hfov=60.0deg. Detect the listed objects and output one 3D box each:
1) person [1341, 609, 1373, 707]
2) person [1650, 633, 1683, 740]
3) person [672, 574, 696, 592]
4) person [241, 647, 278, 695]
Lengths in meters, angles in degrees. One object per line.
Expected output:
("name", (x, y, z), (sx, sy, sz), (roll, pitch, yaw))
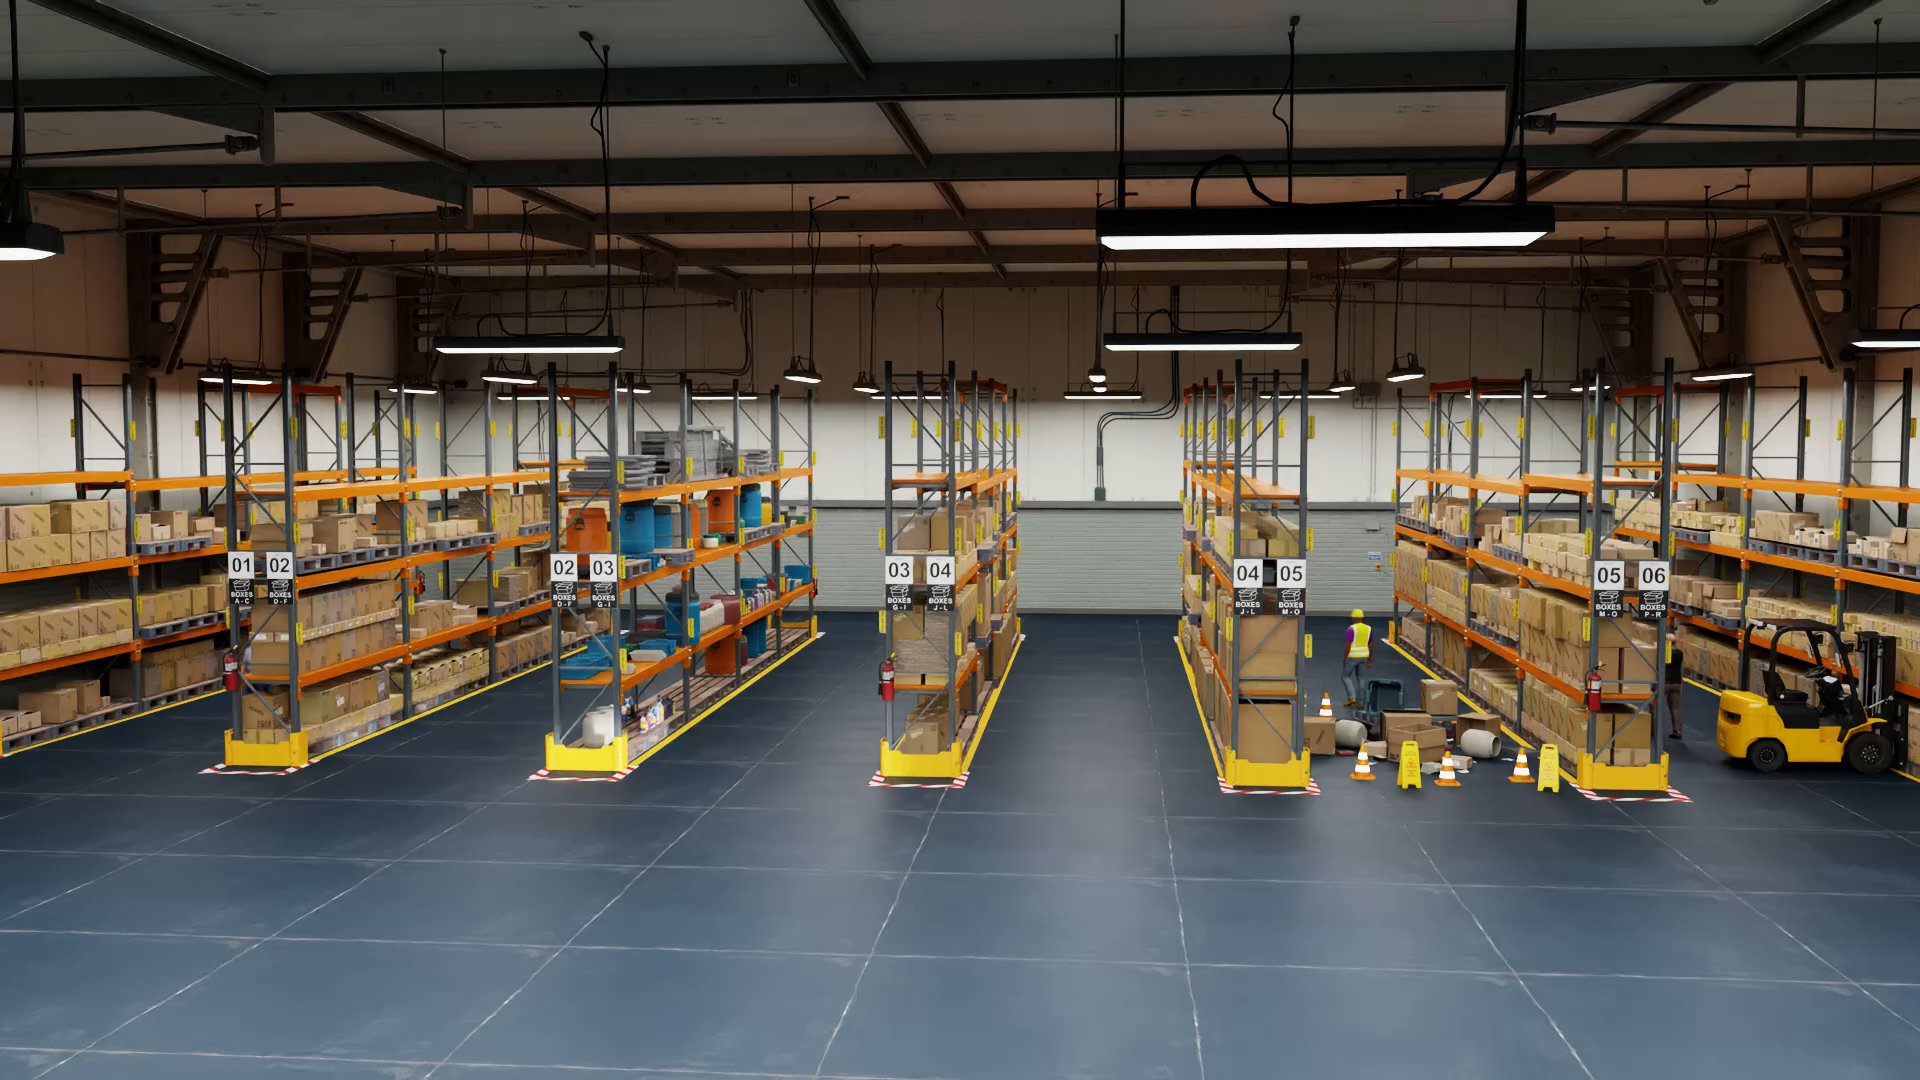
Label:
("person", (7.204, 2.146, 30.178), (0.609, 1.787, 0.403), (-1, 4, -21))
("person", (11.499, 2.379, 27.000), (0.574, 1.727, 0.715), (-1, 4, -10))
("person", (-6.220, 1.645, 37.455), (0.619, 1.782, 0.579), (-1, 4, -19))
("person", (-11.774, 2.369, 27.922), (0.565, 1.630, 0.808), (-1, 4, -11))
